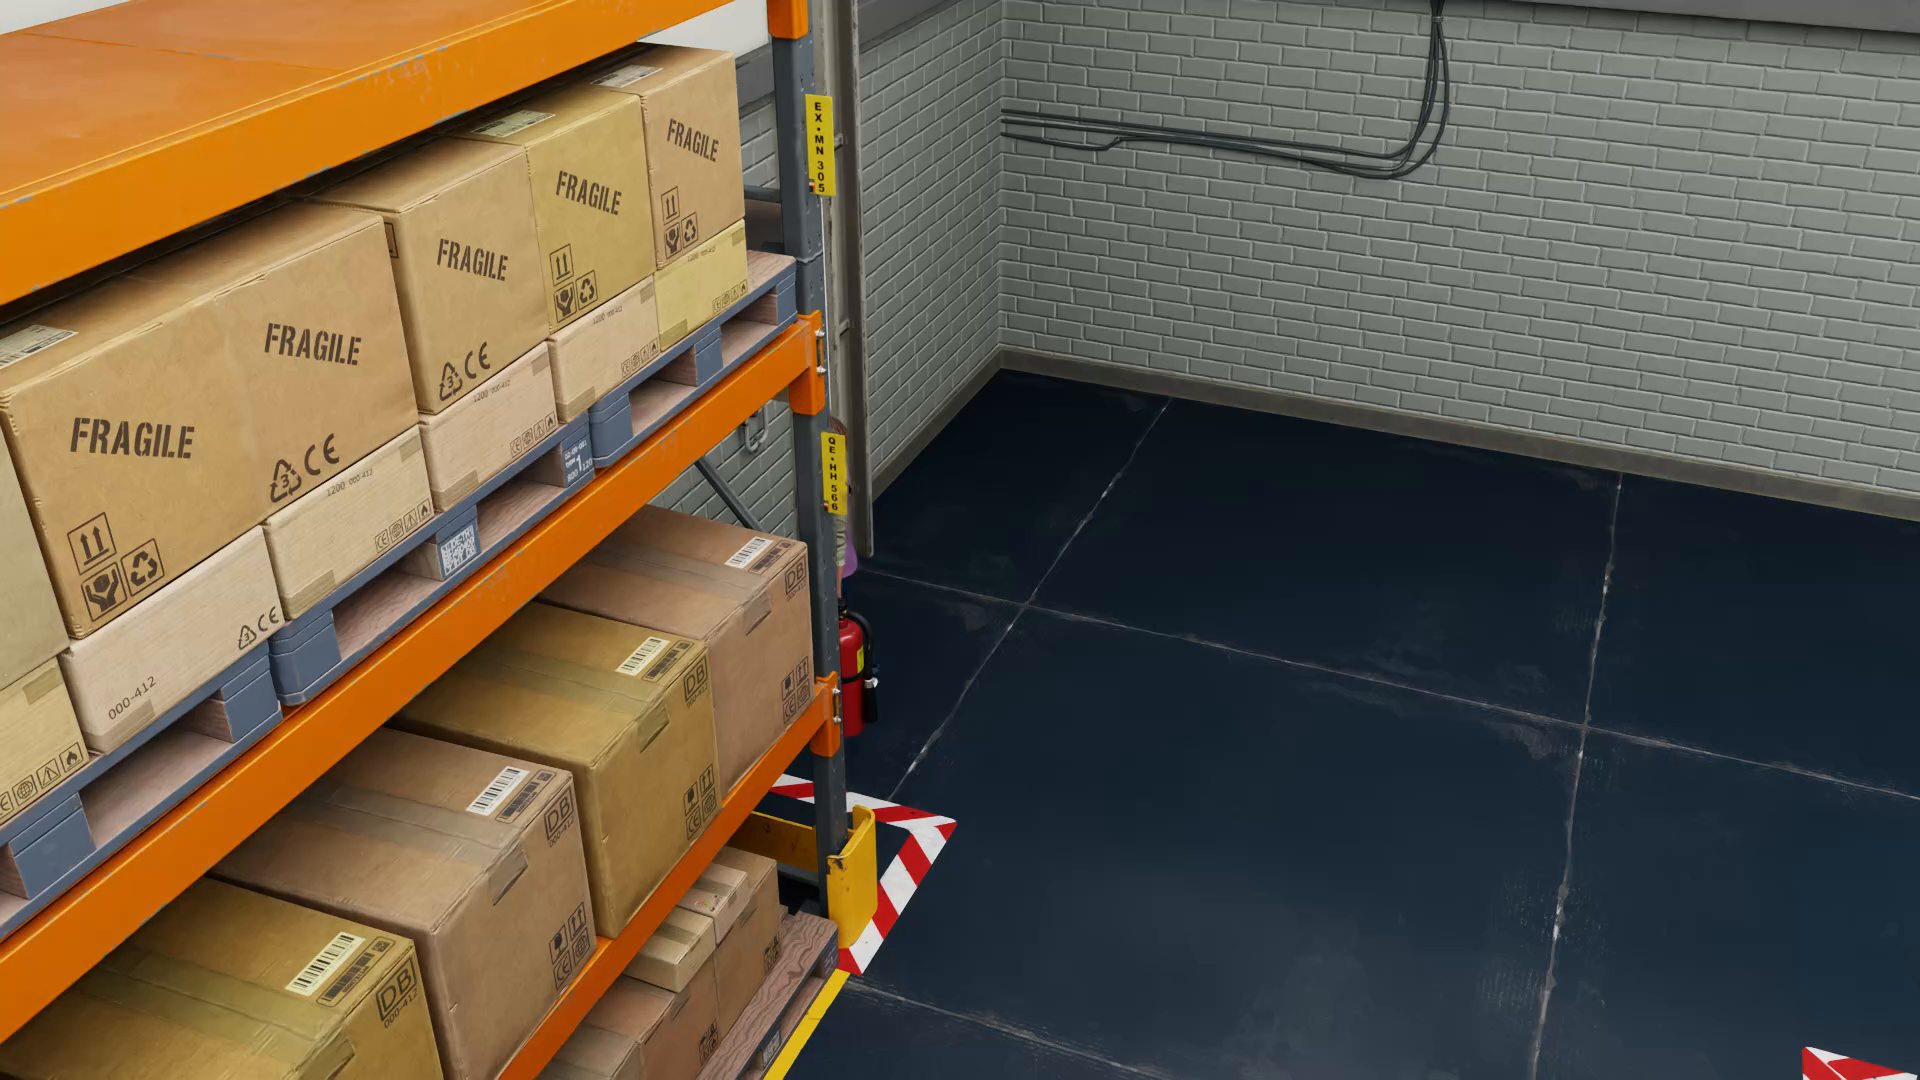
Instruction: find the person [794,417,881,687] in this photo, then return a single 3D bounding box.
[{"bbox_3d":[-0.736,0.132,8.156,0.678,1.590,0.445,-4,30,-6],"label":"person"}]
